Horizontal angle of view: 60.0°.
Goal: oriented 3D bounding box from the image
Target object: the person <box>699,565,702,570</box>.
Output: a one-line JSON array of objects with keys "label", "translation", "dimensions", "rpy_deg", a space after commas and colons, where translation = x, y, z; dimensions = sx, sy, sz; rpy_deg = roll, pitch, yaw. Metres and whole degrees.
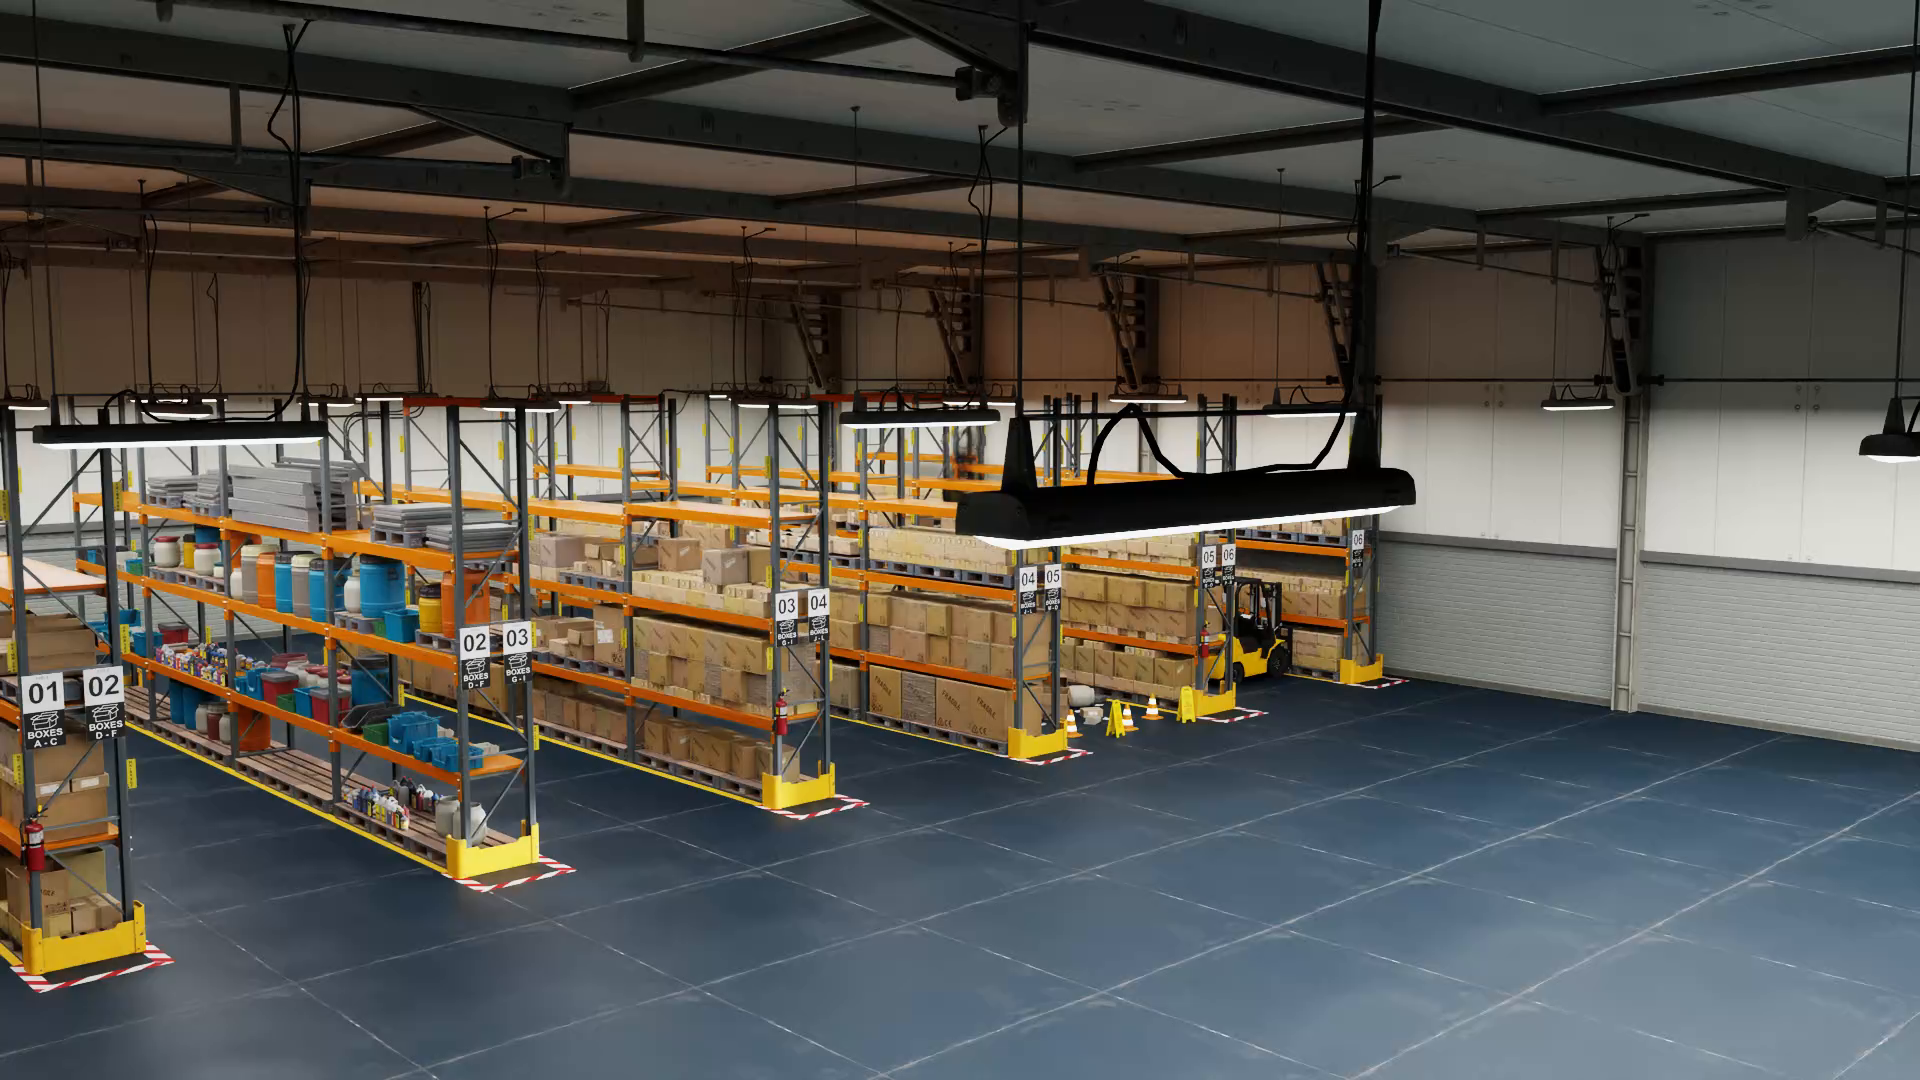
[{"label": "person", "translation": [-6.997, 1.220, 44.193], "dimensions": [0.548, 1.757, 0.775], "rpy_deg": [4, 7, 38]}]
